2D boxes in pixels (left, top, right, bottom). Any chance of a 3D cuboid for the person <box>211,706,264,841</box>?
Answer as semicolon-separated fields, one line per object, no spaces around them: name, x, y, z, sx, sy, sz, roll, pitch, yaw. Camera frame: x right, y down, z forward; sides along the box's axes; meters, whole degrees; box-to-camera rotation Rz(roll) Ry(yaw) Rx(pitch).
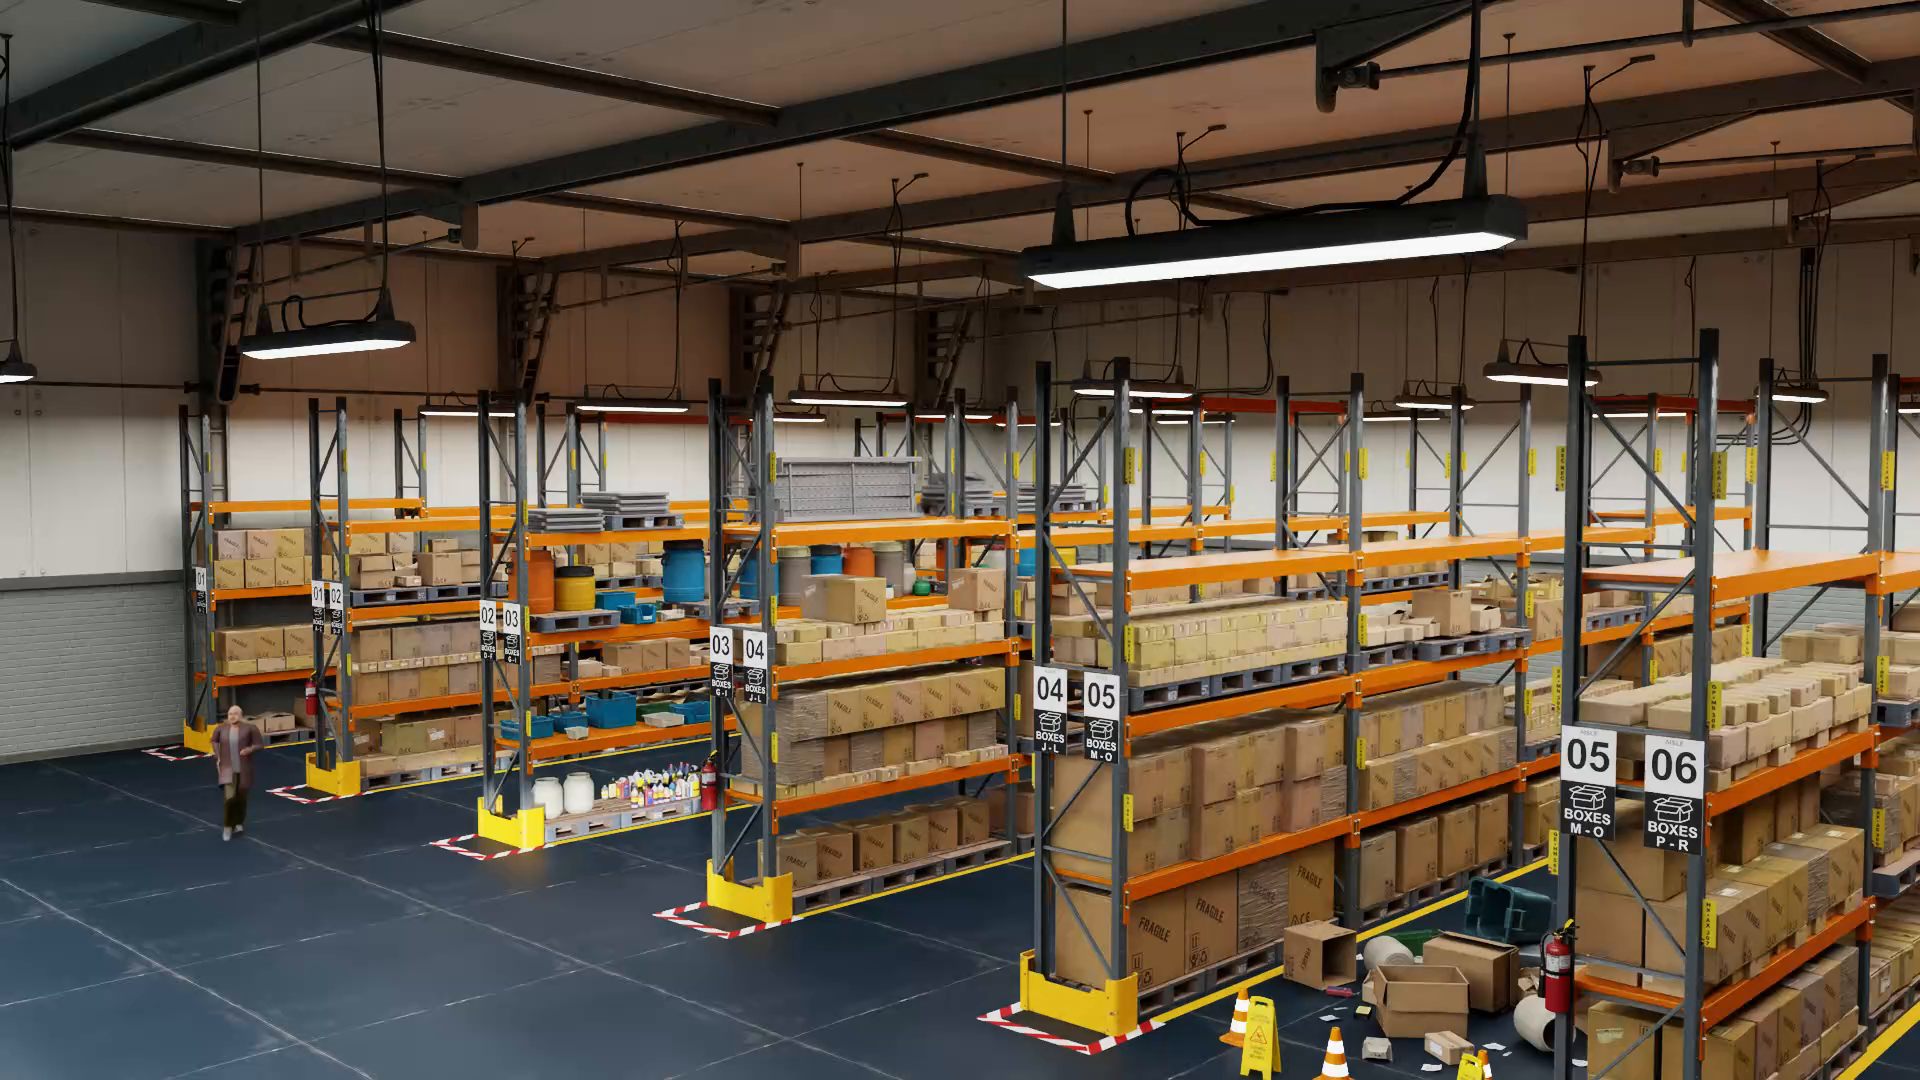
person;-9.676;3.123;22.266;0.670;1.821;0.787;-1;3;-21
